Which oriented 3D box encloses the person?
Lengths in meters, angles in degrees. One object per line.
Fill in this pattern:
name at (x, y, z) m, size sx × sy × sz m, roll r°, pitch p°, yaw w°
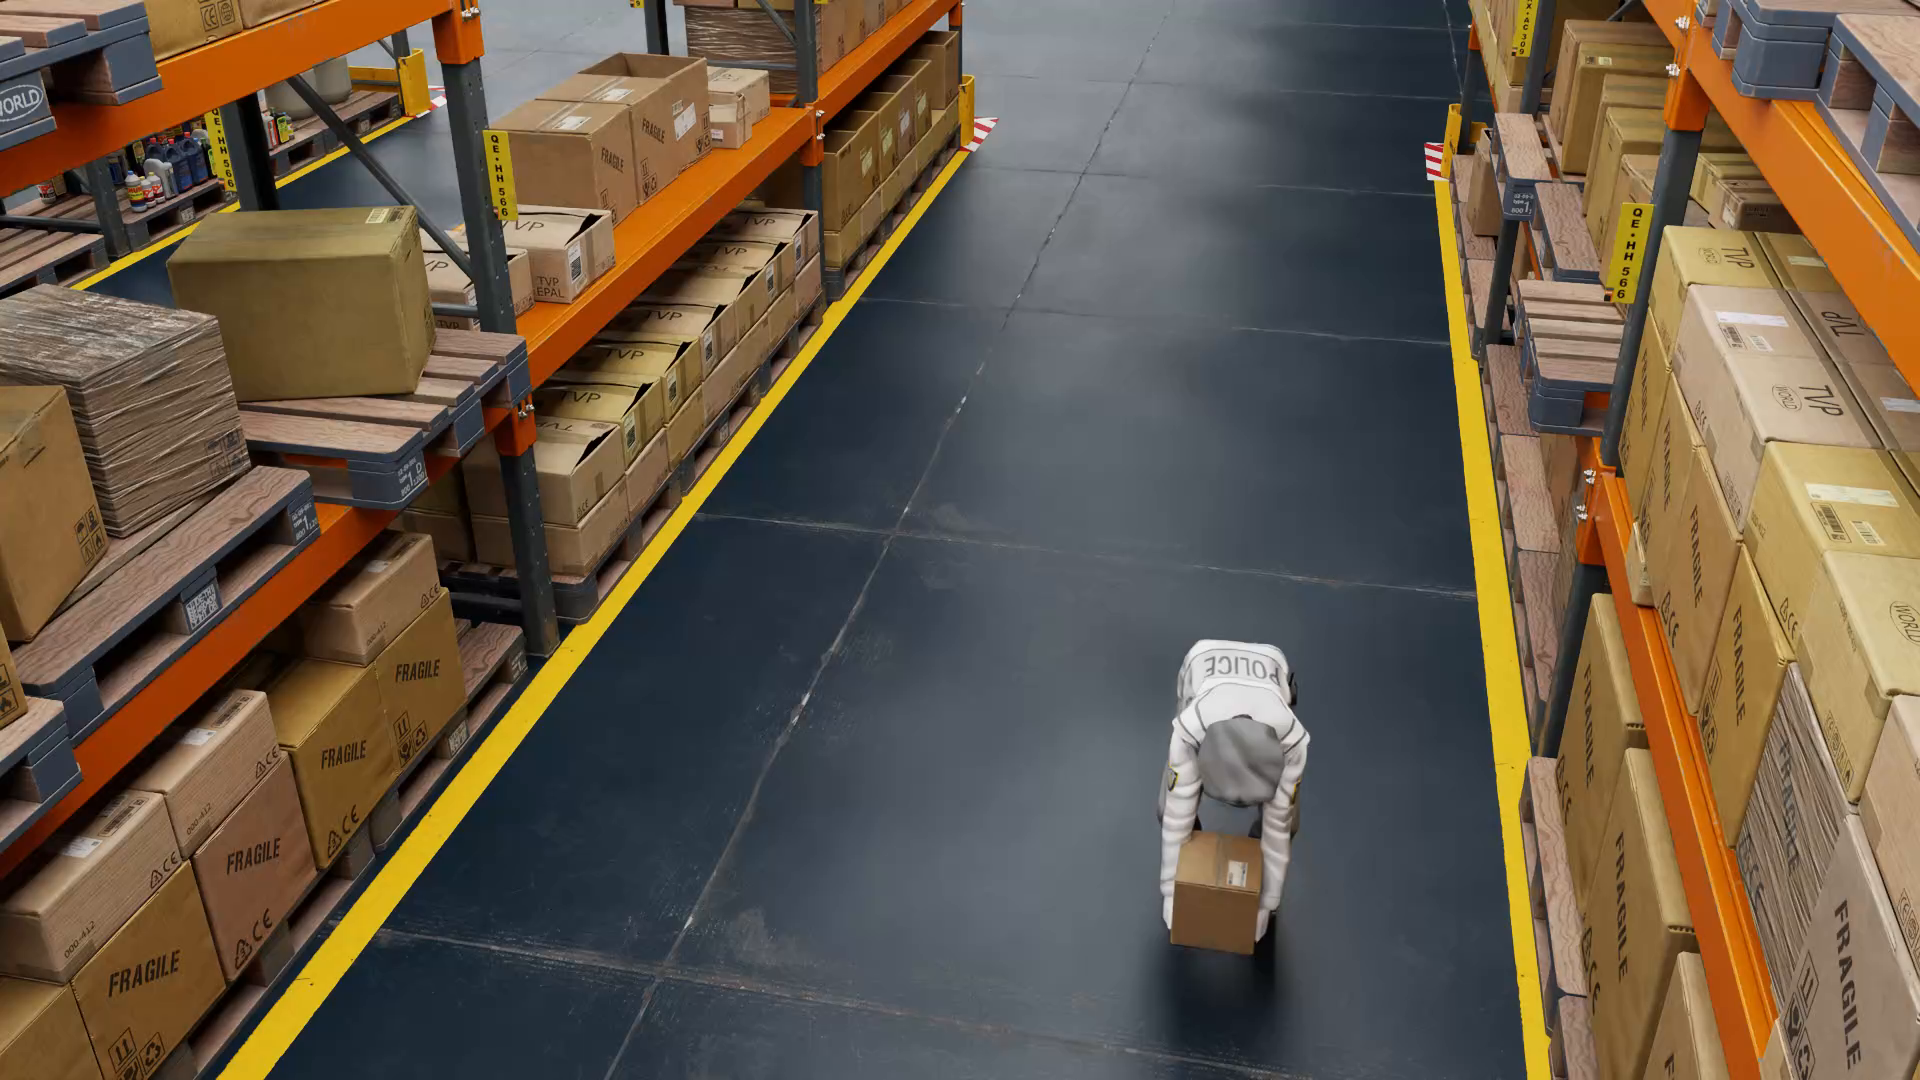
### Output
person at (0.850, 0.809, 5.224) m, size 0.445 × 1.126 × 0.917 m, roll 5°, pitch 29°, yaw 8°
